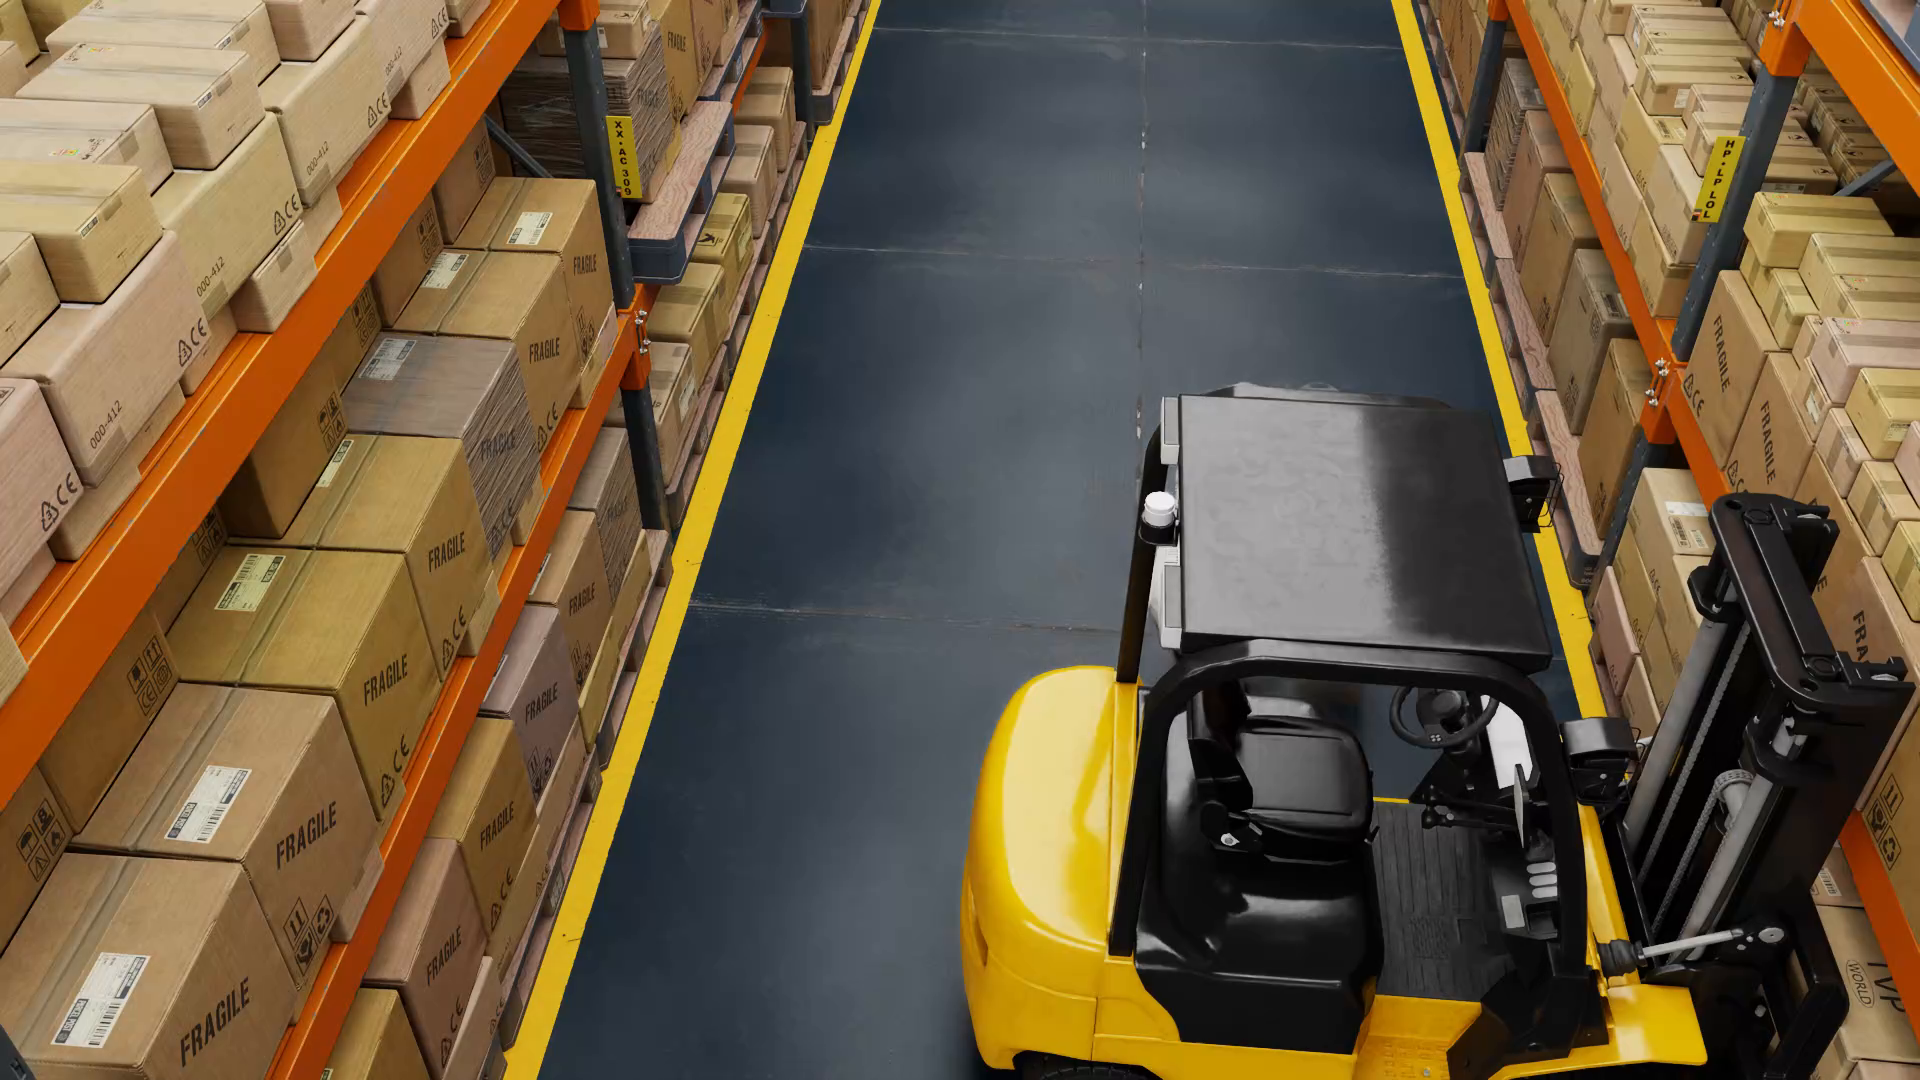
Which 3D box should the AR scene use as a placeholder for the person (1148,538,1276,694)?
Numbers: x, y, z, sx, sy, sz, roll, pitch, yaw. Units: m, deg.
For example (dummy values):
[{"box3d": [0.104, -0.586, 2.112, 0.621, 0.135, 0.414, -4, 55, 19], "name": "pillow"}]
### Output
[{"box3d": [1.146, 0.202, 6.480, 0.873, 0.951, 0.508, 2, 40, 3], "name": "person"}]
